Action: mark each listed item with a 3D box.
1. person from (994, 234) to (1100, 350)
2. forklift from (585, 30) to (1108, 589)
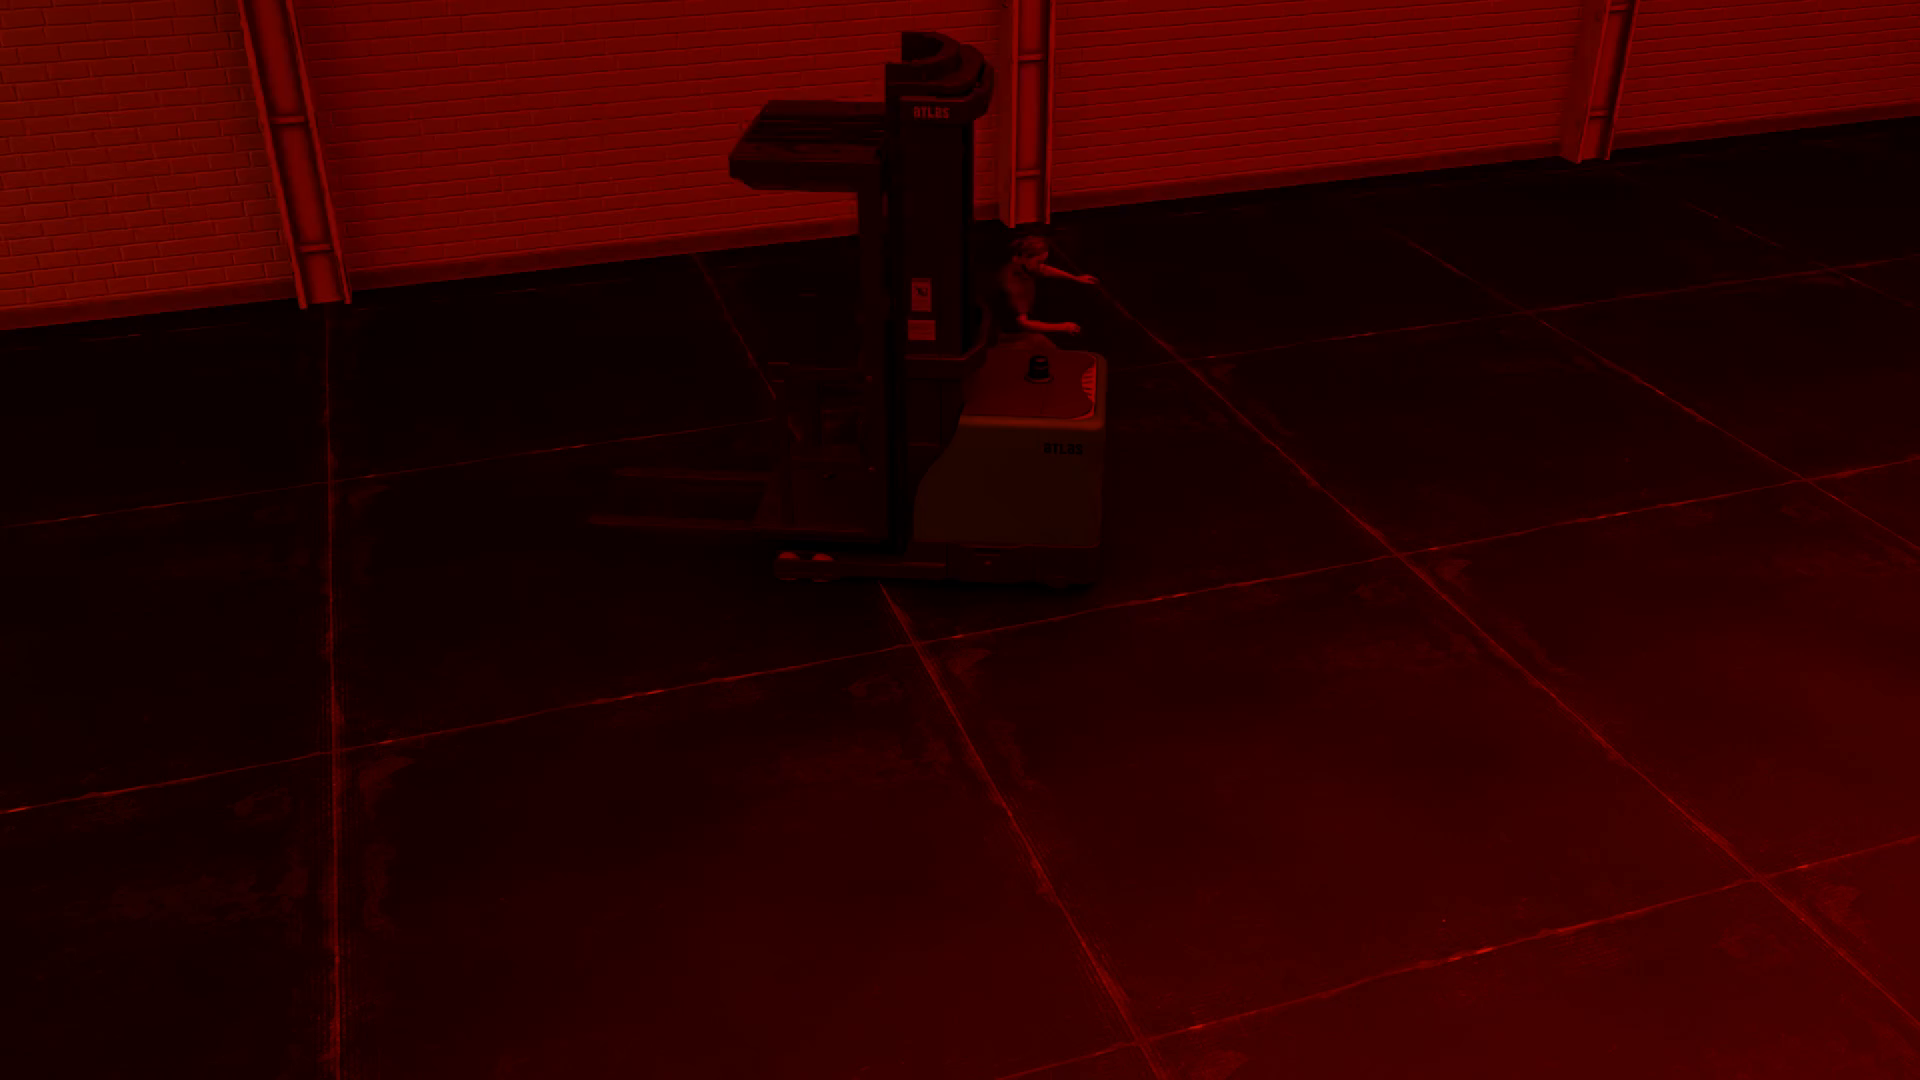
[{"bbox_3d":[0.536,-1.318,10.876,0.676,1.429,1.218,6,30,10],"label":"person"},{"bbox_3d":[-0.668,-1.282,9.315,3.031,2.935,1.130,3,30,4],"label":"forklift"}]
